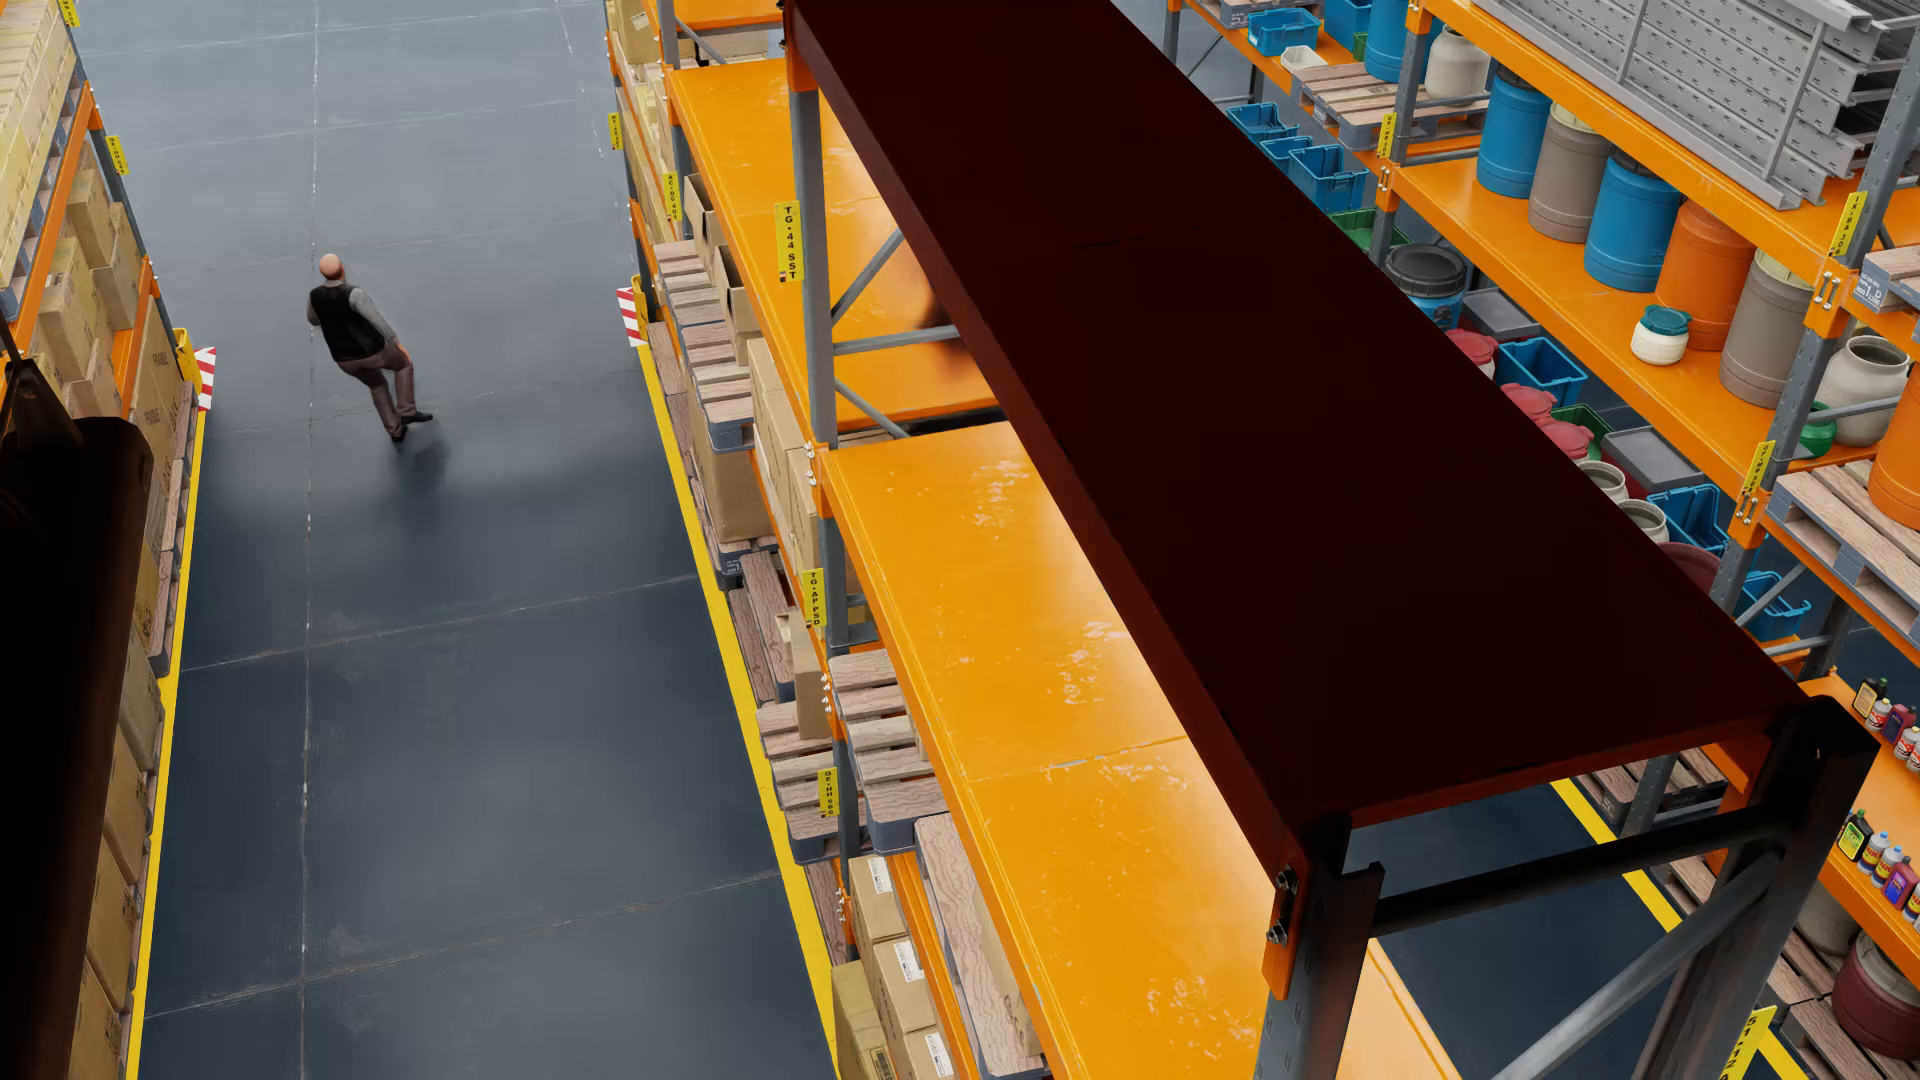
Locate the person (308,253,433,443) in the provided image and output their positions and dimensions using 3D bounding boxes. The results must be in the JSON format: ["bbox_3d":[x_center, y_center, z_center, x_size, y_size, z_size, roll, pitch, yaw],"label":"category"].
[{"bbox_3d":[-4.838,-1.608,13.567,0.839,1.617,0.646,-1,38,-2],"label":"person"}]
